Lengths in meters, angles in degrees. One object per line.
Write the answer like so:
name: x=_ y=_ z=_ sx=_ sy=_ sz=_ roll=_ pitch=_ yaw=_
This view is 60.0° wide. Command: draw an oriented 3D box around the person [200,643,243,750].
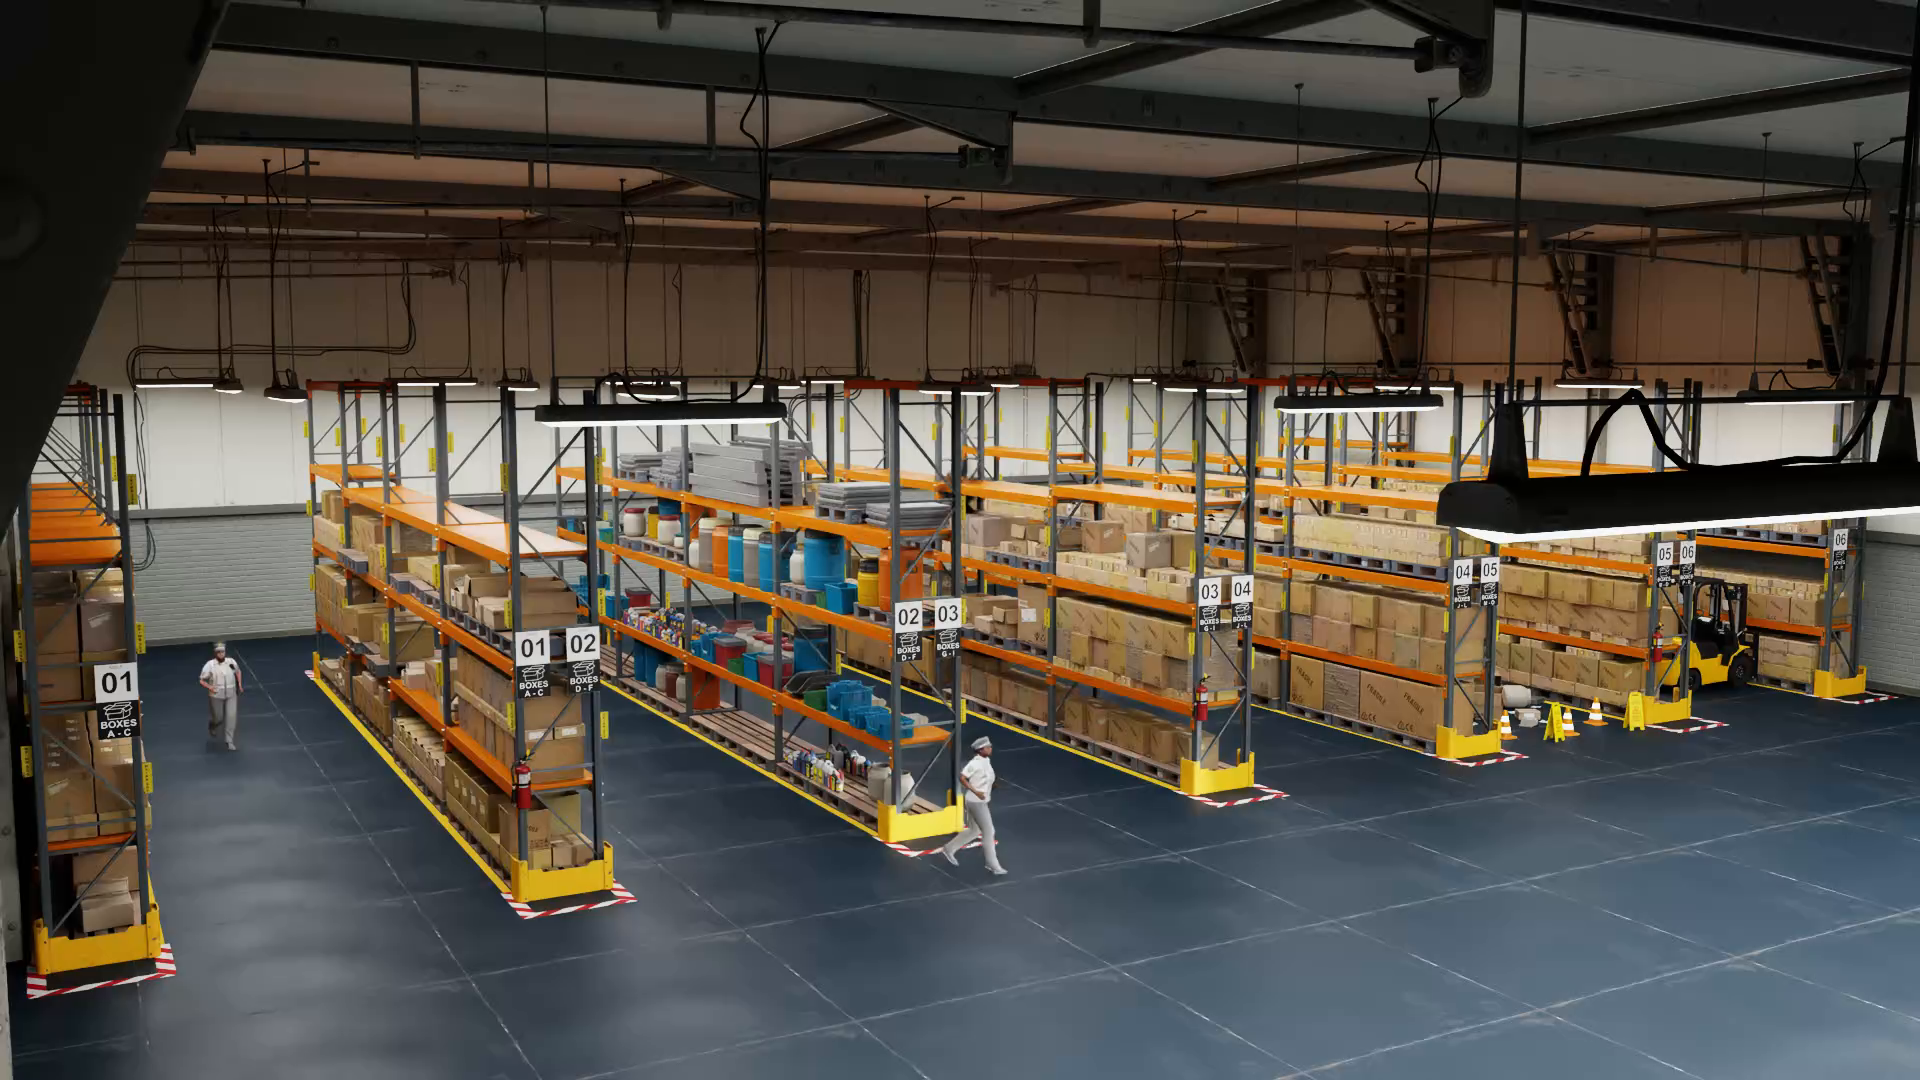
person: x=-12.145 y=2.553 z=27.420 sx=0.678 sy=1.748 sz=0.917 roll=-5 pitch=8 yaw=-37

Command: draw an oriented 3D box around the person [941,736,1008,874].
person: x=0.222 y=3.299 z=20.871 sx=0.836 sy=1.712 sz=0.606 roll=1 pitch=6 yaw=13
